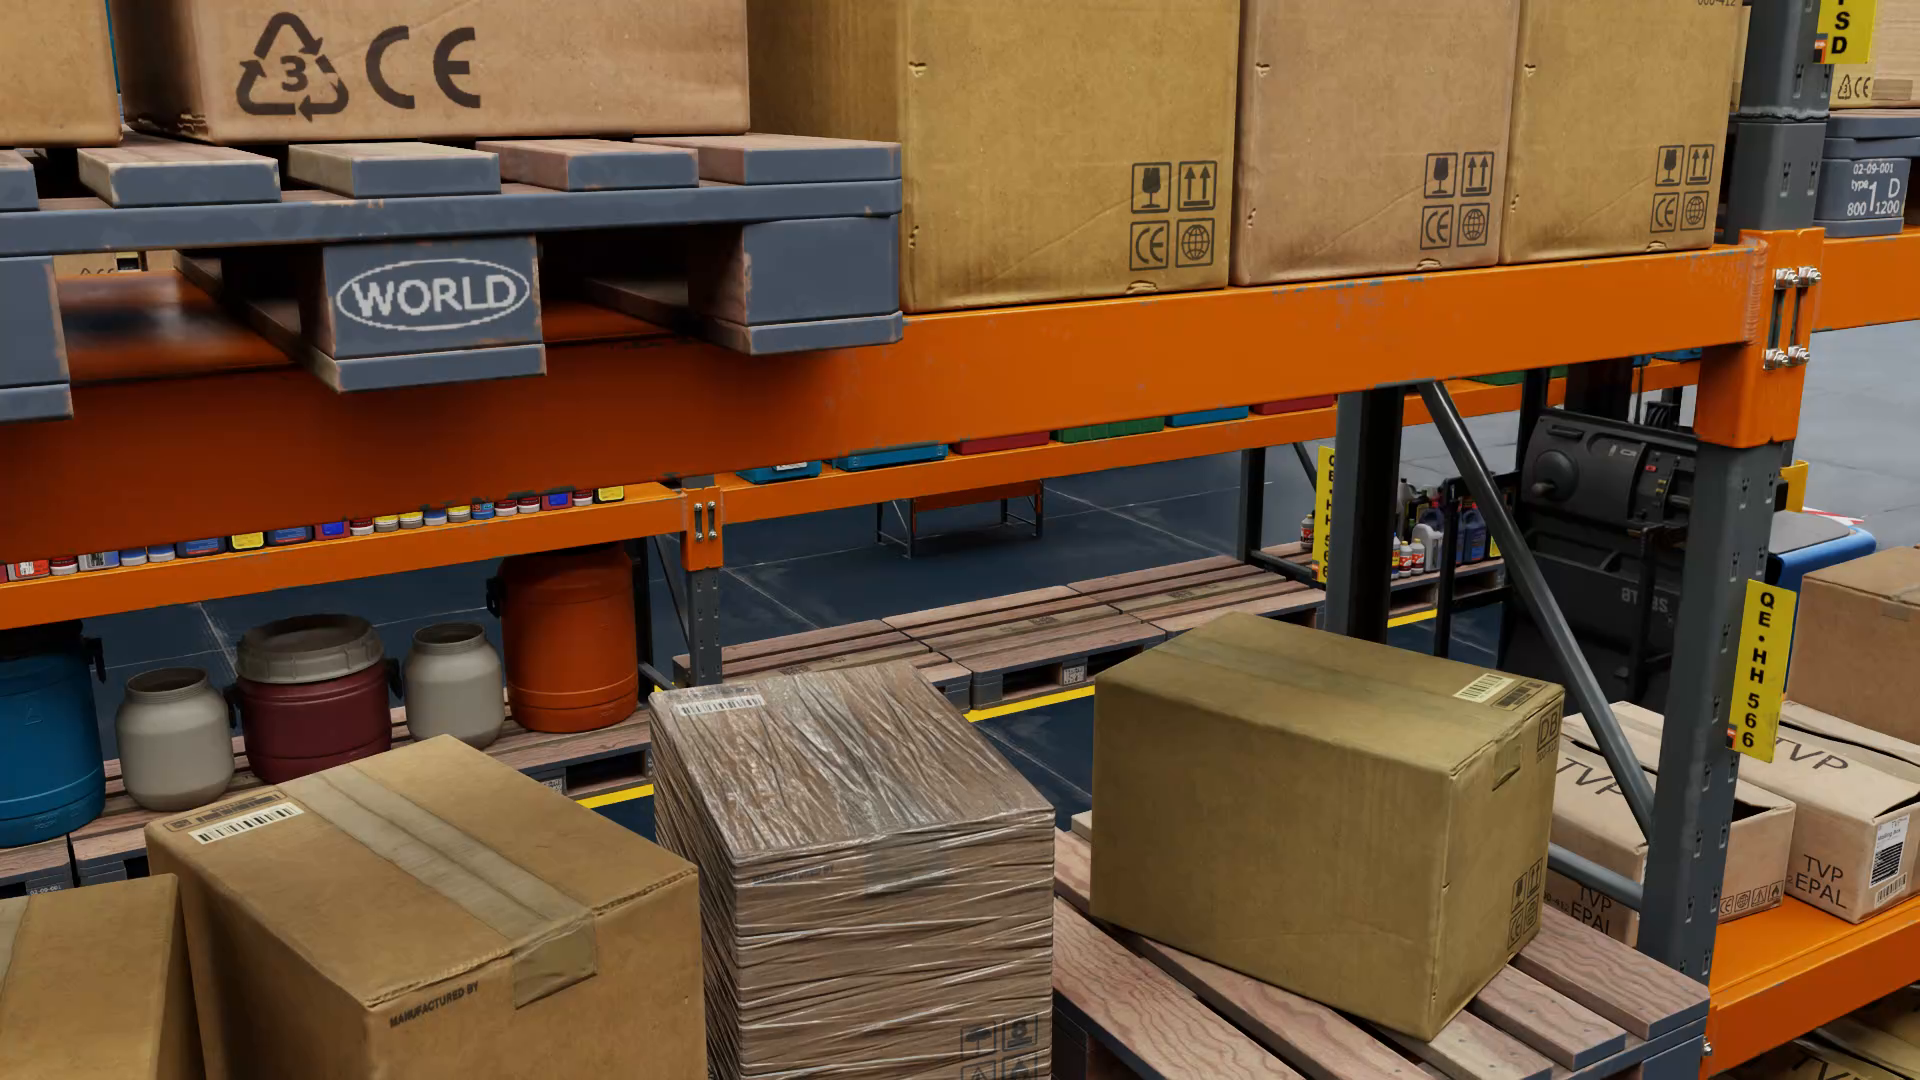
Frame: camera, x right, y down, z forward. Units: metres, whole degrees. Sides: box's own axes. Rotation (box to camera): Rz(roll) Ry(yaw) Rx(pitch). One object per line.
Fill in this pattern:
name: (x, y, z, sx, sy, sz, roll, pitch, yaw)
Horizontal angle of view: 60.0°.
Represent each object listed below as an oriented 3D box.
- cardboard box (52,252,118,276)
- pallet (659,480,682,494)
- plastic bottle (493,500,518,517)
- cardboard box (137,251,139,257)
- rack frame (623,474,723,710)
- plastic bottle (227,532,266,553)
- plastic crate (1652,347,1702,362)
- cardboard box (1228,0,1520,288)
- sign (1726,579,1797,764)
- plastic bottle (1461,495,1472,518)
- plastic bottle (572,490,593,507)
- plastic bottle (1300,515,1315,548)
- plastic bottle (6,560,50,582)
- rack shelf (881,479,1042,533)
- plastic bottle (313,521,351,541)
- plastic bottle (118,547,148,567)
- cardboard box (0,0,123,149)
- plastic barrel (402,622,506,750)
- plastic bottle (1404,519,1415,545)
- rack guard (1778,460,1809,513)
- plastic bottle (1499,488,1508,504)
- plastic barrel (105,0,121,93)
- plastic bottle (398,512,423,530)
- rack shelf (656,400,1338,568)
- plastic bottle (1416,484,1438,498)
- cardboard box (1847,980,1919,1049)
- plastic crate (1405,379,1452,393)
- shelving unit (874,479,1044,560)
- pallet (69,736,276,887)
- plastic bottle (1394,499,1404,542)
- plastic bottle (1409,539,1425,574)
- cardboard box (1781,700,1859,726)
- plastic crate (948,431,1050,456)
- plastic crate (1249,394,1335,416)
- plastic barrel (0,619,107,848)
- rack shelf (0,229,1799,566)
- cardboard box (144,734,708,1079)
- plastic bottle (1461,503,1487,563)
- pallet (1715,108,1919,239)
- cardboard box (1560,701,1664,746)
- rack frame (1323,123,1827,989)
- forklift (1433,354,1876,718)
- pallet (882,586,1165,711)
cardboard box: (-5.708, -1.909, 10.618, 0.637, 0.503, 0.797, -9, 18, -28)
pallet: (-2.227, -0.594, 13.138, 1.213, 0.211, 1.003, -9, 18, -30)
plastic bottle: (-1.908, -0.206, 6.956, 0.097, 0.201, 0.097, 0, 16, 0)
cardboard box: (-7.245, -2.624, 14.902, 0.250, 0.149, 0.380, -9, 18, -30)
rack frame: (-1.391, -0.514, 7.686, 0.127, 3.000, 1.000, -9, 18, -30)
plastic bottle: (-2.771, -0.100, 6.425, 0.133, 0.283, 0.061, -9, 18, -30)
plastic crate: (4.632, -1.327, 10.861, 0.408, 0.251, 0.499, -9, 18, -30)
cardboard box: (0.363, -0.721, 2.681, 0.500, 0.500, 0.910, -9, 18, -30)
sign: (1.444, 0.237, 3.007, 0.005, 0.325, 0.100, -9, 18, -30)
plastic bottle: (3.372, -0.283, 11.101, 0.097, 0.271, 0.097, 0, 16, 0)
plastic bottle: (-1.626, -0.252, 7.118, 0.097, 0.201, 0.097, 0, 16, 0)
plastic bottle: (2.188, -0.057, 10.425, 0.097, 0.201, 0.097, 0, 16, 0)
plastic bottle: (-3.433, -0.003, 6.094, 0.135, 0.276, 0.152, -9, 18, -30)
rack shelf: (-0.006, -0.305, 11.321, 1.000, 0.278, 0.538, -9, 18, -30)
plastic bottle: (-2.498, -0.144, 6.583, 0.133, 0.283, 0.061, -9, 18, -30)
plastic bottle: (-3.121, -0.043, 6.244, 0.097, 0.271, 0.097, 0, 16, 0)
cardboard box: (-1.241, -0.705, 1.663, 0.600, 0.600, 0.600, -9, 18, -30)
plastic barrel: (-2.240, 0.653, 7.355, 0.421, 0.512, 0.421, 0, 16, 0)
plastic bottle: (2.744, 0.007, 10.044, 0.133, 0.283, 0.061, -9, 18, -30)
rack guard: (5.426, -0.401, 11.914, 0.348, 0.500, 1.175, -9, 18, -30)
plastic bottle: (3.663, -0.296, 11.279, 0.097, 0.201, 0.097, 0, 16, 0)
plastic barrel: (-3.435, -2.119, 6.146, 0.708, 0.901, 0.600, -9, 18, -30)
plastic bottle: (-2.241, -0.152, 6.763, 0.097, 0.201, 0.097, 0, 16, 0)
rack shelf: (0.323, -0.446, 8.775, 4.000, 0.370, 1.077, -9, 18, -30)
plastic bottle: (3.024, -0.220, 10.868, 0.135, 0.276, 0.152, -9, 18, -29)
cardboard box: (2.641, 1.334, 4.371, 0.500, 0.311, 0.500, -10, 18, -31)
plastic crate: (2.552, -1.084, 9.833, 0.504, 0.338, 0.767, -9, 18, -30)
shelving unit: (-0.006, -0.541, 11.255, 1.048, 1.125, 0.538, -9, 18, -30)
pallet: (-3.090, 1.116, 7.036, 1.213, 0.211, 1.003, -9, 18, -30)
plastic bottle: (2.704, -0.123, 10.521, 0.135, 0.276, 0.152, -9, 18, -30)
plastic bottle: (2.711, 0.094, 9.885, 0.097, 0.201, 0.097, 0, 16, 0)
cardboard box: (2.221, 0.563, 4.309, 0.250, 0.149, 0.380, -8, 17, -26)
plastic crate: (0.152, -0.699, 8.227, 0.583, 0.464, 0.402, -9, 18, -30)
plastic crate: (1.780, -0.963, 9.169, 0.583, 0.464, 0.402, -9, 18, -30)
plastic barrel: (-3.738, 0.680, 6.536, 0.708, 0.901, 0.600, -9, 18, -30)
rack shelf: (-0.558, -0.187, 2.297, 4.000, 0.370, 1.077, -9, 18, -30)
cardboard box: (-0.789, 0.678, 2.470, 0.700, 0.500, 0.500, 15, 21, 42)
plastic bottle: (3.105, -0.049, 10.120, 0.185, 0.351, 0.144, -10, 19, -32)
pallet: (1.693, -0.836, 3.627, 1.003, 0.211, 1.213, -8, 18, -27)
cardboard box: (1.785, 0.564, 4.304, 0.250, 0.149, 0.380, -9, 18, -30)
rack frame: (1.157, 0.632, 3.596, 0.127, 3.000, 1.000, -9, 18, -30)
forklift: (2.684, -0.307, 7.074, 3.031, 2.935, 1.130, -10, 19, -32)
pallet: (0.338, 0.561, 9.016, 1.213, 0.211, 1.003, -9, 18, -30)
